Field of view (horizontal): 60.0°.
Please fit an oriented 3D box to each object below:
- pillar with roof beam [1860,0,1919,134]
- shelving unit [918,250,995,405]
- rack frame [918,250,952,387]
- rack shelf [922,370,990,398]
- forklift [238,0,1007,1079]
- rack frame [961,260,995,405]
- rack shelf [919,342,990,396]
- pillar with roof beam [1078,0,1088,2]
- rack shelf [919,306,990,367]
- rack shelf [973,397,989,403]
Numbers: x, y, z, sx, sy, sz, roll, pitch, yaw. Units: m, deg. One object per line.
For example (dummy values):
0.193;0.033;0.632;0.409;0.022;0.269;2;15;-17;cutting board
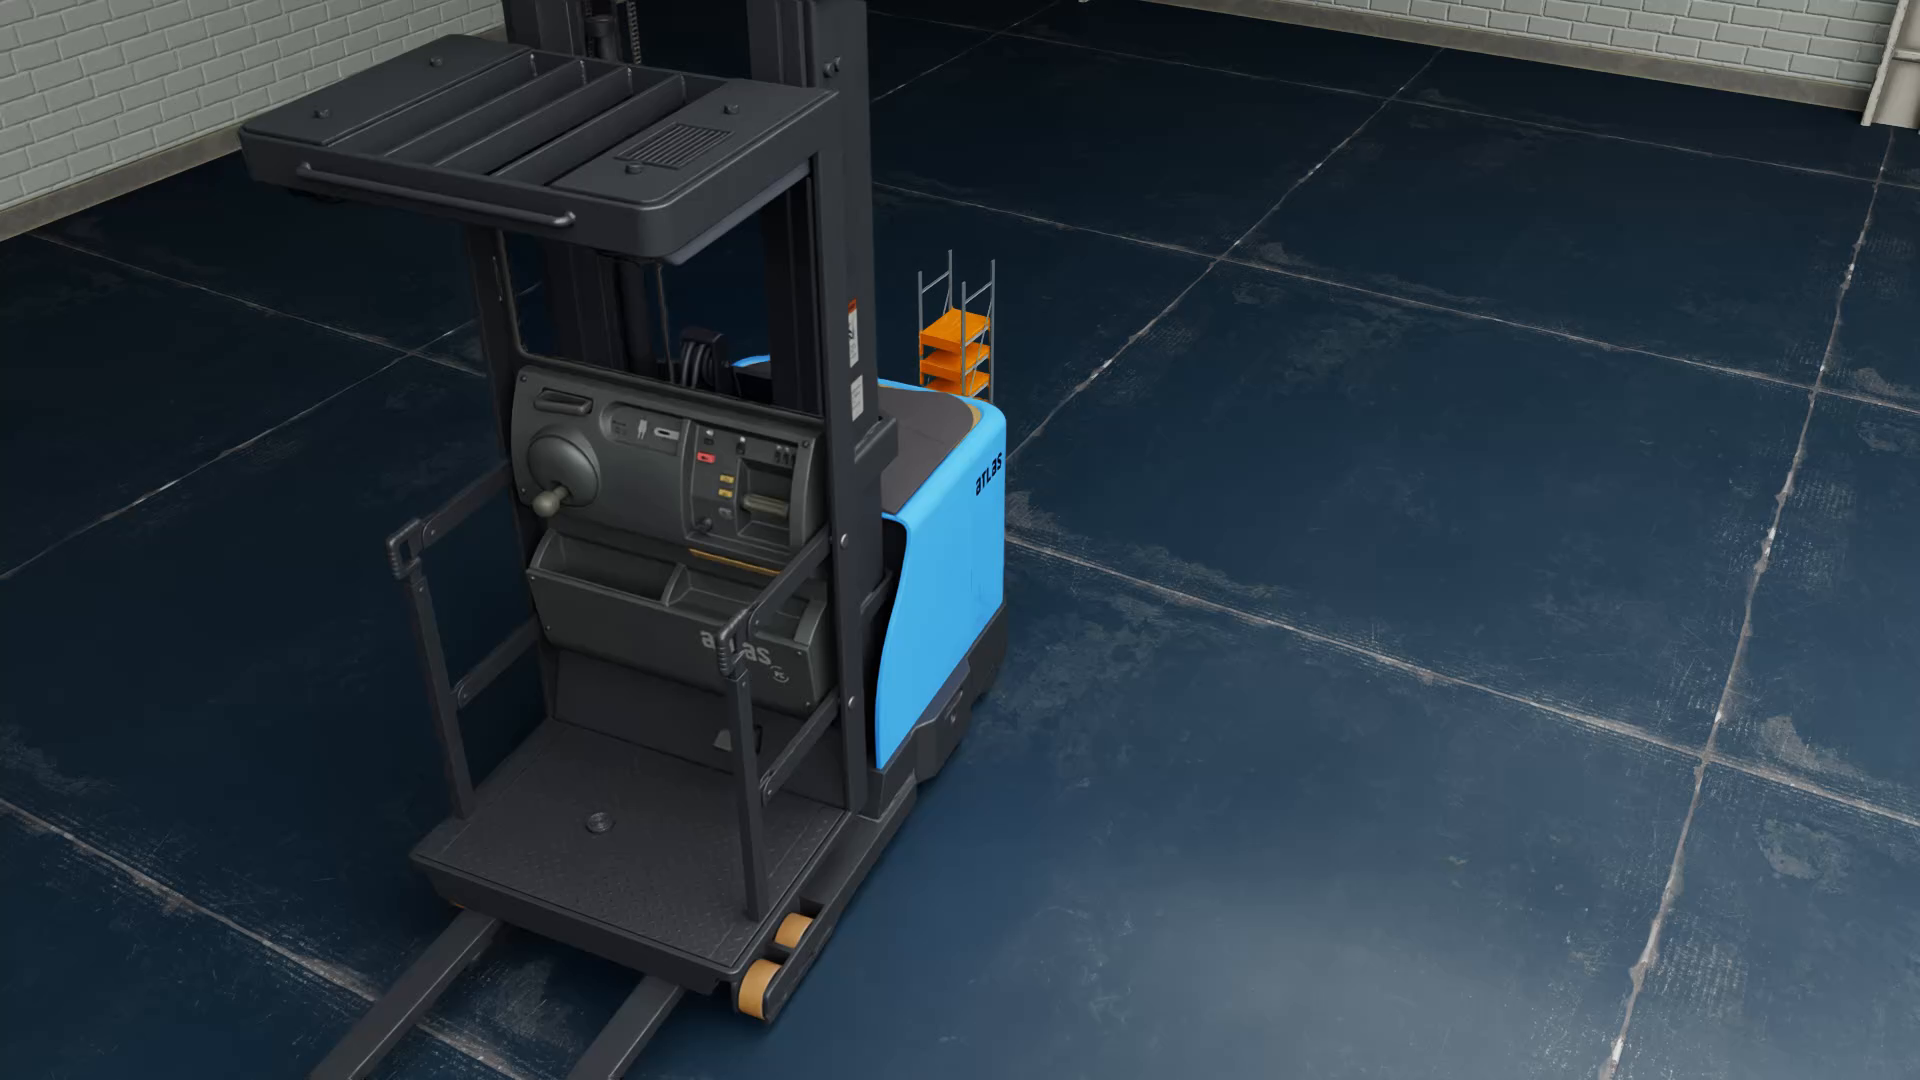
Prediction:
3.959;-4.392;5.226;0.400;9.000;9.100;18;37;24;pillar with roof beam
-0.013;-0.503;6.423;0.189;1.200;0.258;18;37;24;shelving unit
-0.092;-0.529;6.461;0.006;1.200;0.240;18;37;24;rack frame
-0.013;-0.566;6.382;0.180;0.103;0.258;18;37;24;rack shelf
-0.895;-0.138;4.313;1.130;2.935;3.031;14;36;20;forklift
0.067;-0.478;6.386;0.006;1.200;0.240;18;37;24;rack frame
-0.013;-0.666;6.315;0.180;0.103;0.258;18;37;24;rack shelf
-1.250;-6.042;7.704;0.400;9.000;9.100;18;37;24;pillar with roof beam
-0.013;-0.766;6.249;0.180;0.103;0.258;18;37;24;rack shelf
-0.013;-0.466;6.448;0.180;0.103;0.258;18;37;24;rack shelf
